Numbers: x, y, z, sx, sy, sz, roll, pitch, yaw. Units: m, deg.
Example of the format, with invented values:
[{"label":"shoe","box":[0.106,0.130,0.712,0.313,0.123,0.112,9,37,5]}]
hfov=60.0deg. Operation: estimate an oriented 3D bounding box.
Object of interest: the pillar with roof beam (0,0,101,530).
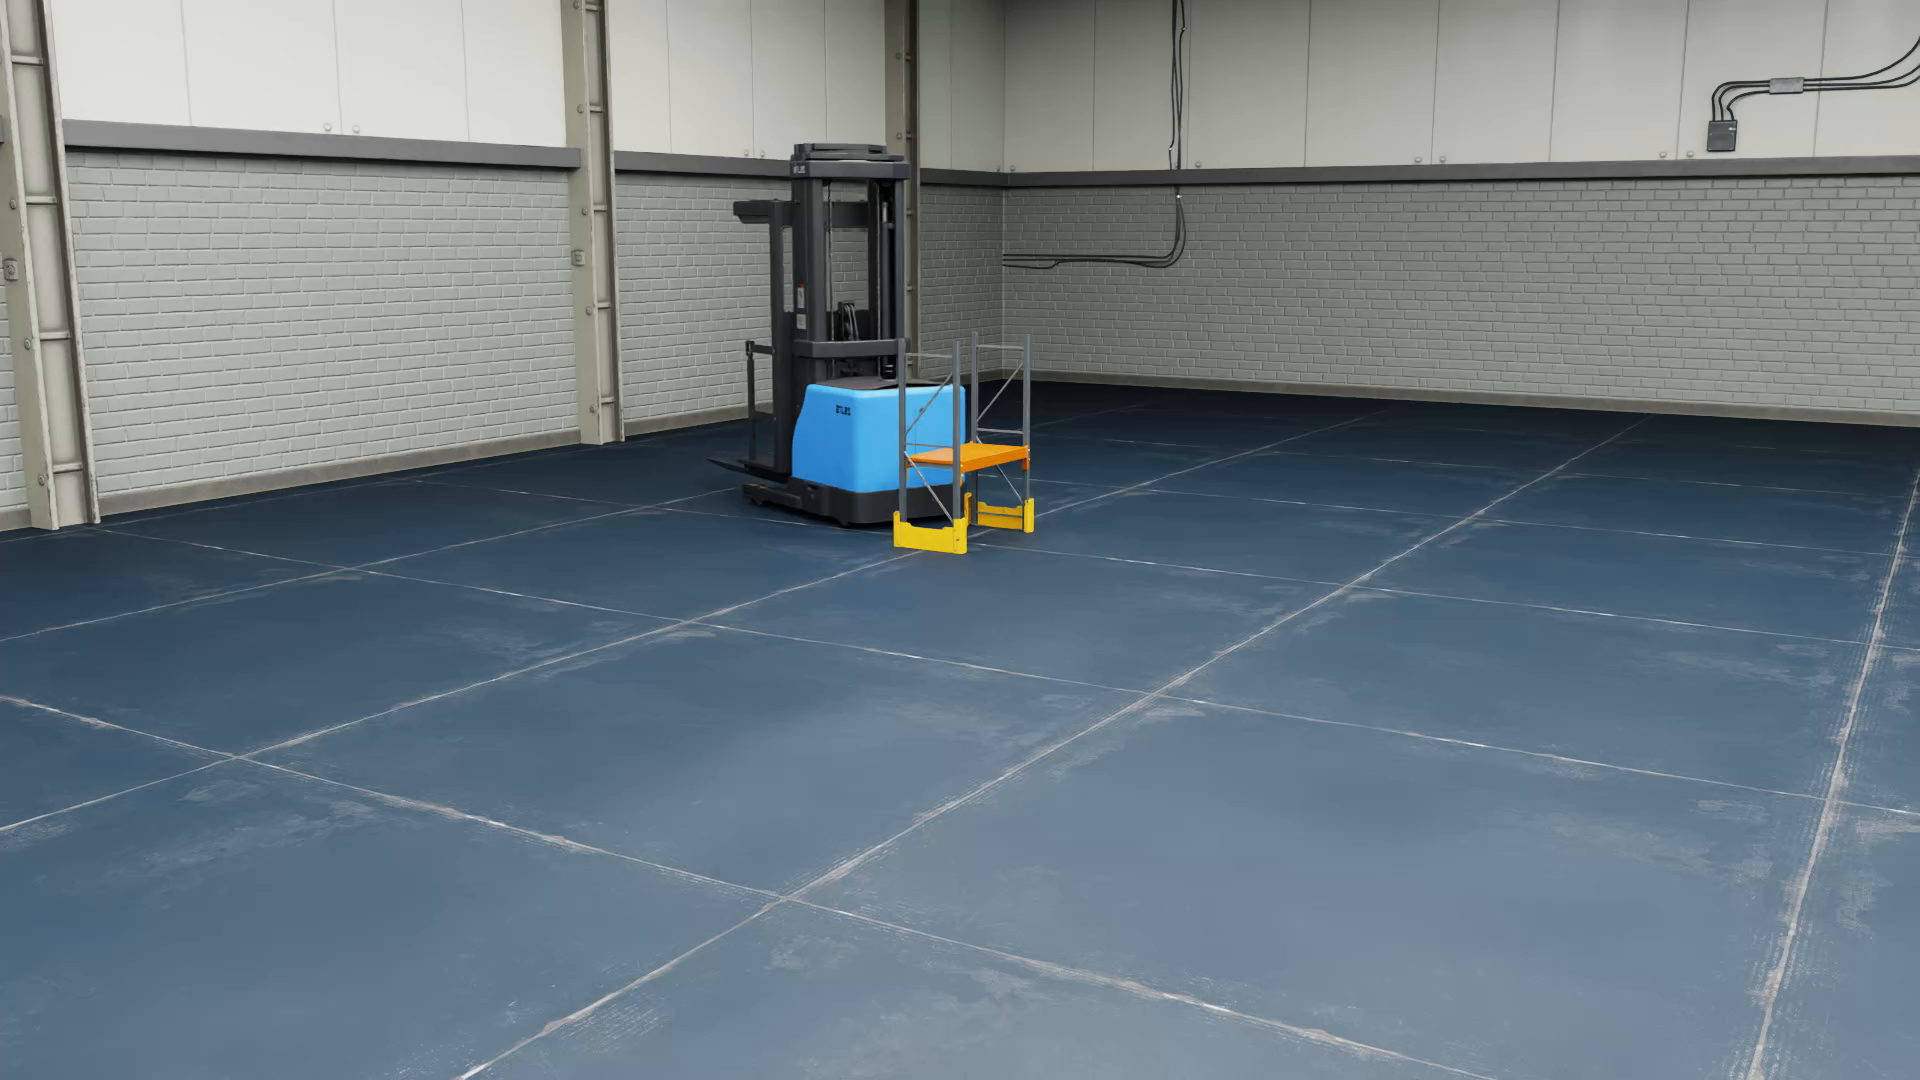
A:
[{"label":"pillar with roof beam","box":[-3.326,-4.135,10.000,9.100,9.000,0.400,6,12,31]}]

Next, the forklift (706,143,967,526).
[{"label":"forklift","box":[-1.186,-1.770,13.858,1.130,2.935,3.031,-7,13,-34]}]

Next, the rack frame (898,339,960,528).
[{"label":"rack frame","box":[-0.220,-0.671,11.875,0.500,1.500,0.032,6,12,31]}]

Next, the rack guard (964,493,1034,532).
[{"label":"rack guard","box":[0.298,-0.213,12.828,0.587,0.250,0.087,6,12,31]}]

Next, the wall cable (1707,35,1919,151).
[{"label":"wall cable","box":[9.990,-7.532,18.907,2.305,6.003,0.169,6,12,31]}]

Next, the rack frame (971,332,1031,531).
[{"label":"rack frame","box":[0.308,-0.831,12.729,0.500,1.500,0.032,6,12,31]}]

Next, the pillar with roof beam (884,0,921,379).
[{"label":"pillar with roof beam","box":[2.904,-6.022,20.081,9.100,9.000,0.400,6,12,31]}]

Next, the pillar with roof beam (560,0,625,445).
[{"label":"pillar with roof beam","box":[-0.211,-5.078,15.040,9.100,9.000,0.400,6,12,31]}]

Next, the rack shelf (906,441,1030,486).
[{"label":"rack shelf","box":[0.044,-0.574,12.335,0.538,0.185,1.000,6,12,31]}]

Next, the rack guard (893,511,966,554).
[{"label":"rack guard","box":[-0.219,-0.057,11.991,0.587,0.250,0.087,6,12,31]}]

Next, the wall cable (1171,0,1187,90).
[{"label":"wall cable","box":[4.197,-7.468,22.518,3.097,2.526,0.112,6,12,31]}]

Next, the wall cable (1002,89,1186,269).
[{"label":"wall cable","box":[1.885,-5.244,24.363,3.097,2.526,0.112,6,12,31]}]

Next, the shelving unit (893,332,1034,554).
[{"label":"shelving unit","box":[0.040,-0.749,12.295,0.587,1.500,1.083,6,12,31]}]
